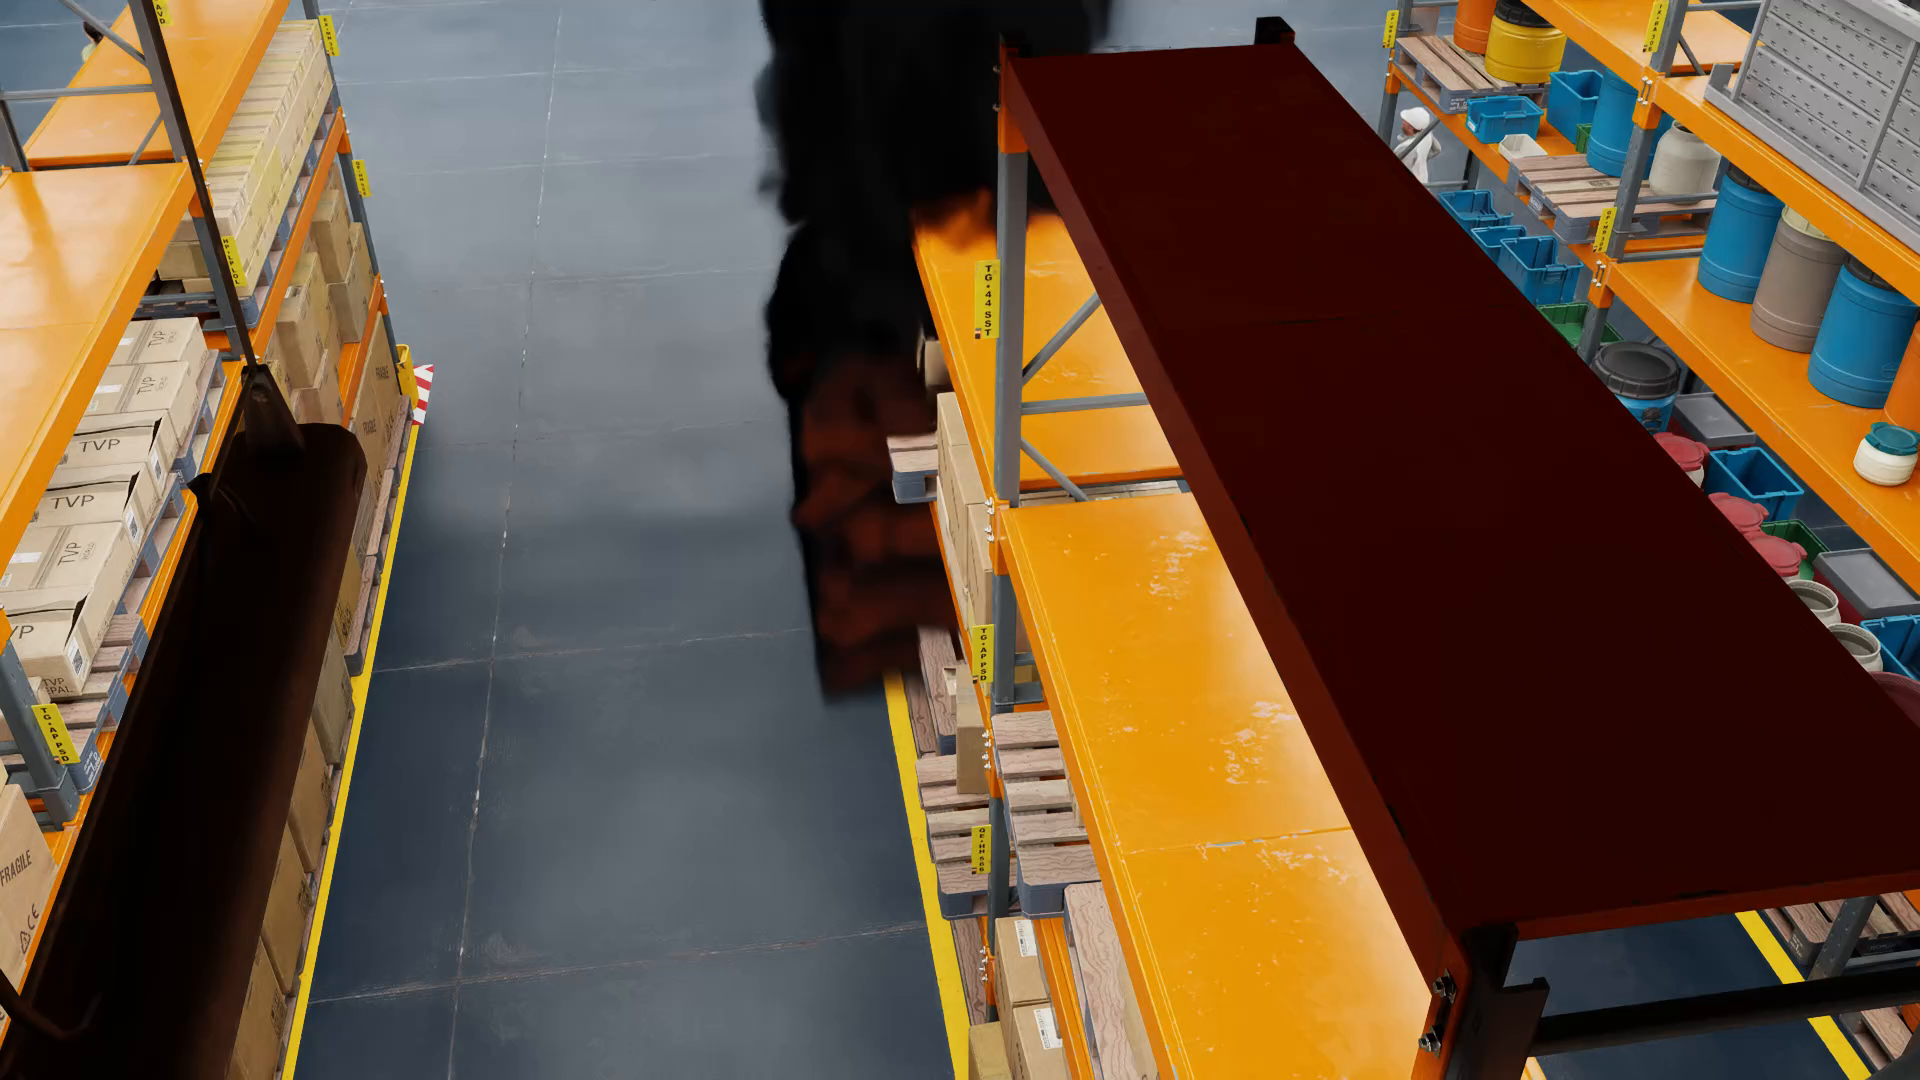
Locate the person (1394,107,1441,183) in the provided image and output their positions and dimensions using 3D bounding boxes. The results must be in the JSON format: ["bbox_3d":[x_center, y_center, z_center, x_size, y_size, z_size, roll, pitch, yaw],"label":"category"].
[{"bbox_3d":[4.542,-3.533,16.807,0.852,1.760,0.692,22,42,27],"label":"person"}]

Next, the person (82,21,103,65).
[{"bbox_3d":[-9.826,-5.203,19.166,0.539,1.630,0.574,24,43,29],"label":"person"}]
